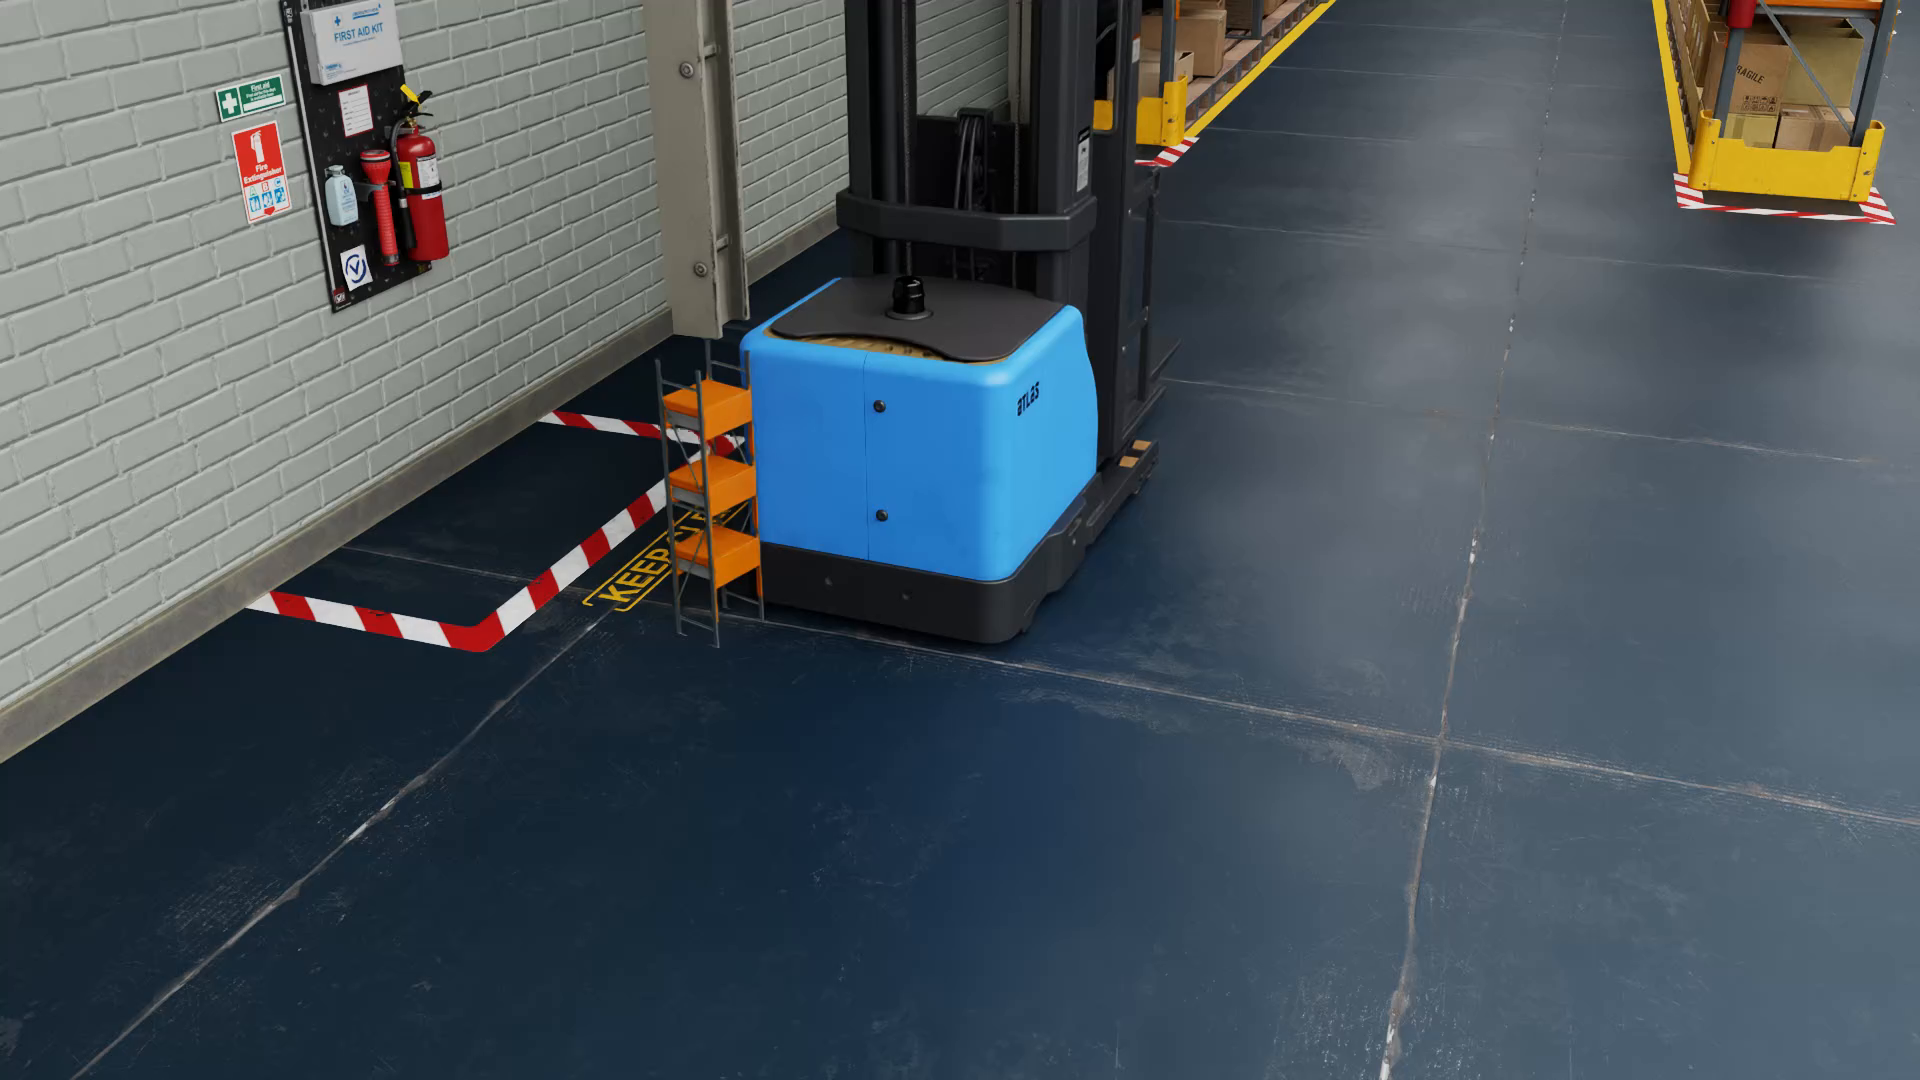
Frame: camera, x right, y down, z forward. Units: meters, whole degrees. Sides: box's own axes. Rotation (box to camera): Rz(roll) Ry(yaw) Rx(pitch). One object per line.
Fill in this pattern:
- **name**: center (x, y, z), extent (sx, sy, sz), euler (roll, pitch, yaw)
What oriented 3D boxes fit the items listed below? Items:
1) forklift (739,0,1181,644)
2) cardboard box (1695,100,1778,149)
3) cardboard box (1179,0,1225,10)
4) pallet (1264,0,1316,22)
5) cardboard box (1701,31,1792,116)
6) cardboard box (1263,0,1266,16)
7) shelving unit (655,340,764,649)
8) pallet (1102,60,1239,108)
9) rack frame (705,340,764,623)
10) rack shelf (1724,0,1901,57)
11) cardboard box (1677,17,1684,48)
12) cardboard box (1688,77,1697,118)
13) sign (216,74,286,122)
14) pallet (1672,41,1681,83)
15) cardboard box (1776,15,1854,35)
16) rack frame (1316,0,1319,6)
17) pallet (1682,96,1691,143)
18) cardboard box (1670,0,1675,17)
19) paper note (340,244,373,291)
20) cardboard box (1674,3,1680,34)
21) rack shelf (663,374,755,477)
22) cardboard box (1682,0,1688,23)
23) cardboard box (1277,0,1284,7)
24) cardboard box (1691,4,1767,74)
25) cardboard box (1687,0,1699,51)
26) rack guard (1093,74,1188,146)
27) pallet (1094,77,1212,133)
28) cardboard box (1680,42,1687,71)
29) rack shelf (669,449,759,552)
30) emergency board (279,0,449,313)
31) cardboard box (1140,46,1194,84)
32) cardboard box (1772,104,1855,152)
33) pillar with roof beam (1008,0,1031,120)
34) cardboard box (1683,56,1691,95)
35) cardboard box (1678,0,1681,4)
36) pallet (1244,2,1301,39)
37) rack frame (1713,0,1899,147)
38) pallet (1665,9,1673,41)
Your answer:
- **forklift**: center (0.233, -1.574, 6.637), extent (1.130, 2.935, 3.031), euler (10, 28, 19)
- **cardboard box**: center (5.766, -3.089, 12.362), extent (0.500, 0.250, 0.500), euler (9, 27, 17)
- **cardboard box**: center (2.217, -4.876, 15.742), extent (0.500, 0.500, 0.500), euler (7, 27, 14)
- **pallet**: center (3.595, -6.303, 19.526), extent (1.003, 0.211, 1.213), euler (9, 27, 17)
- **cardboard box**: center (5.764, -3.427, 12.199), extent (0.500, 0.500, 0.500), euler (9, 27, 17)
- **cardboard box**: center (2.879, -5.833, 17.718), extent (0.700, 0.500, 0.500), euler (8, 27, 16)
- **shelving unit**: center (-0.873, -0.152, 5.858), extent (0.215, 1.050, 0.252), euler (17, 30, 31)
- **pallet**: center (1.930, -4.196, 15.174), extent (1.003, 0.211, 1.213), euler (9, 27, 17)
- **rack frame**: center (-0.804, -0.195, 5.948), extent (0.200, 1.050, 0.008), euler (17, 30, 31)
- **rack shelf**: center (6.532, -4.373, 13.165), extent (1.077, 0.370, 4.000), euler (9, 27, 17)
- **cardboard box**: center (7.232, -4.890, 16.081), extent (0.500, 0.250, 0.500), euler (8, 27, 17)
- **cardboard box**: center (6.086, -3.502, 13.215), extent (0.500, 0.250, 0.500), euler (9, 27, 17)
- **sign**: center (-2.515, -1.572, 5.905), extent (0.001, 0.109, 0.331), euler (9, 27, 17)
- **pallet**: center (7.406, -4.572, 15.950), extent (1.003, 0.211, 1.213), euler (9, 27, 17)
- **cardboard box**: center (6.574, -3.765, 12.896), extent (0.500, 0.500, 0.500), euler (9, 27, 17)
- **rack frame**: center (3.856, -7.879, 19.581), extent (1.000, 3.000, 0.127), euler (9, 27, 17)
- **pallet**: center (6.489, -3.440, 13.612), extent (1.003, 0.211, 1.213), euler (9, 27, 17)
- **cardboard box**: center (7.911, -5.734, 17.825), extent (0.500, 0.250, 0.500), euler (8, 27, 16)
- **paper note**: center (-2.368, -1.070, 6.528), extent (0.016, 0.148, 0.142), euler (9, 27, 17)
- **cardboard box**: center (7.573, -5.309, 16.946), extent (0.500, 0.250, 0.500), euler (9, 27, 18)
- **rack shelf**: center (-0.872, -0.398, 5.740), extent (0.215, 0.259, 0.240), euler (17, 30, 31)
- **cardboard box**: center (7.229, -5.145, 15.964), extent (0.500, 0.311, 0.500), euler (10, 27, 19)
- **cardboard box**: center (3.246, -6.245, 18.570), extent (0.700, 0.500, 0.500), euler (9, 27, 17)
- **cardboard box**: center (6.251, -4.045, 13.476), extent (0.500, 0.500, 0.500), euler (9, 27, 17)
- **cardboard box**: center (6.589, -4.456, 14.323), extent (0.500, 0.500, 0.500), euler (9, 27, 17)
- **rack guard**: center (1.219, -3.498, 13.400), extent (1.175, 0.500, 0.348), euler (9, 27, 17)
- **pallet**: center (1.523, -3.696, 14.142), extent (1.003, 0.211, 1.213), euler (9, 27, 17)
- **cardboard box**: center (6.757, -4.323, 14.910), extent (0.500, 0.250, 0.500), euler (9, 27, 17)
- **rack shelf**: center (-0.873, -0.142, 5.862), extent (0.215, 0.259, 0.240), euler (17, 30, 31)
- **emergency board**: center (-2.244, -1.529, 6.466), extent (0.194, 1.169, 0.643), euler (9, 27, 17)
- **cardboard box**: center (1.699, -4.085, 14.325), extent (0.500, 0.311, 0.500), euler (11, 28, 22)
- **cardboard box**: center (6.255, -3.014, 12.207), extent (0.500, 0.250, 0.500), euler (9, 27, 17)
- **pillar with roof beam**: center (4.671, -7.080, 11.047), extent (9.100, 9.000, 0.400), euler (9, 27, 17)
- **cardboard box**: center (6.415, -3.914, 14.065), extent (0.500, 0.250, 0.500), euler (9, 27, 17)
- **cardboard box**: center (7.568, -5.556, 16.812), extent (0.500, 0.311, 0.500), euler (8, 27, 17)
- **pallet**: center (3.187, -5.803, 18.494), extent (1.003, 0.211, 1.213), euler (9, 27, 17)
- **rack frame**: center (5.866, -3.875, 11.310), extent (1.000, 3.000, 0.127), euler (9, 27, 17)
- **pallet**: center (8.218, -5.574, 18.021), extent (1.003, 0.211, 1.213), euler (9, 27, 17)
